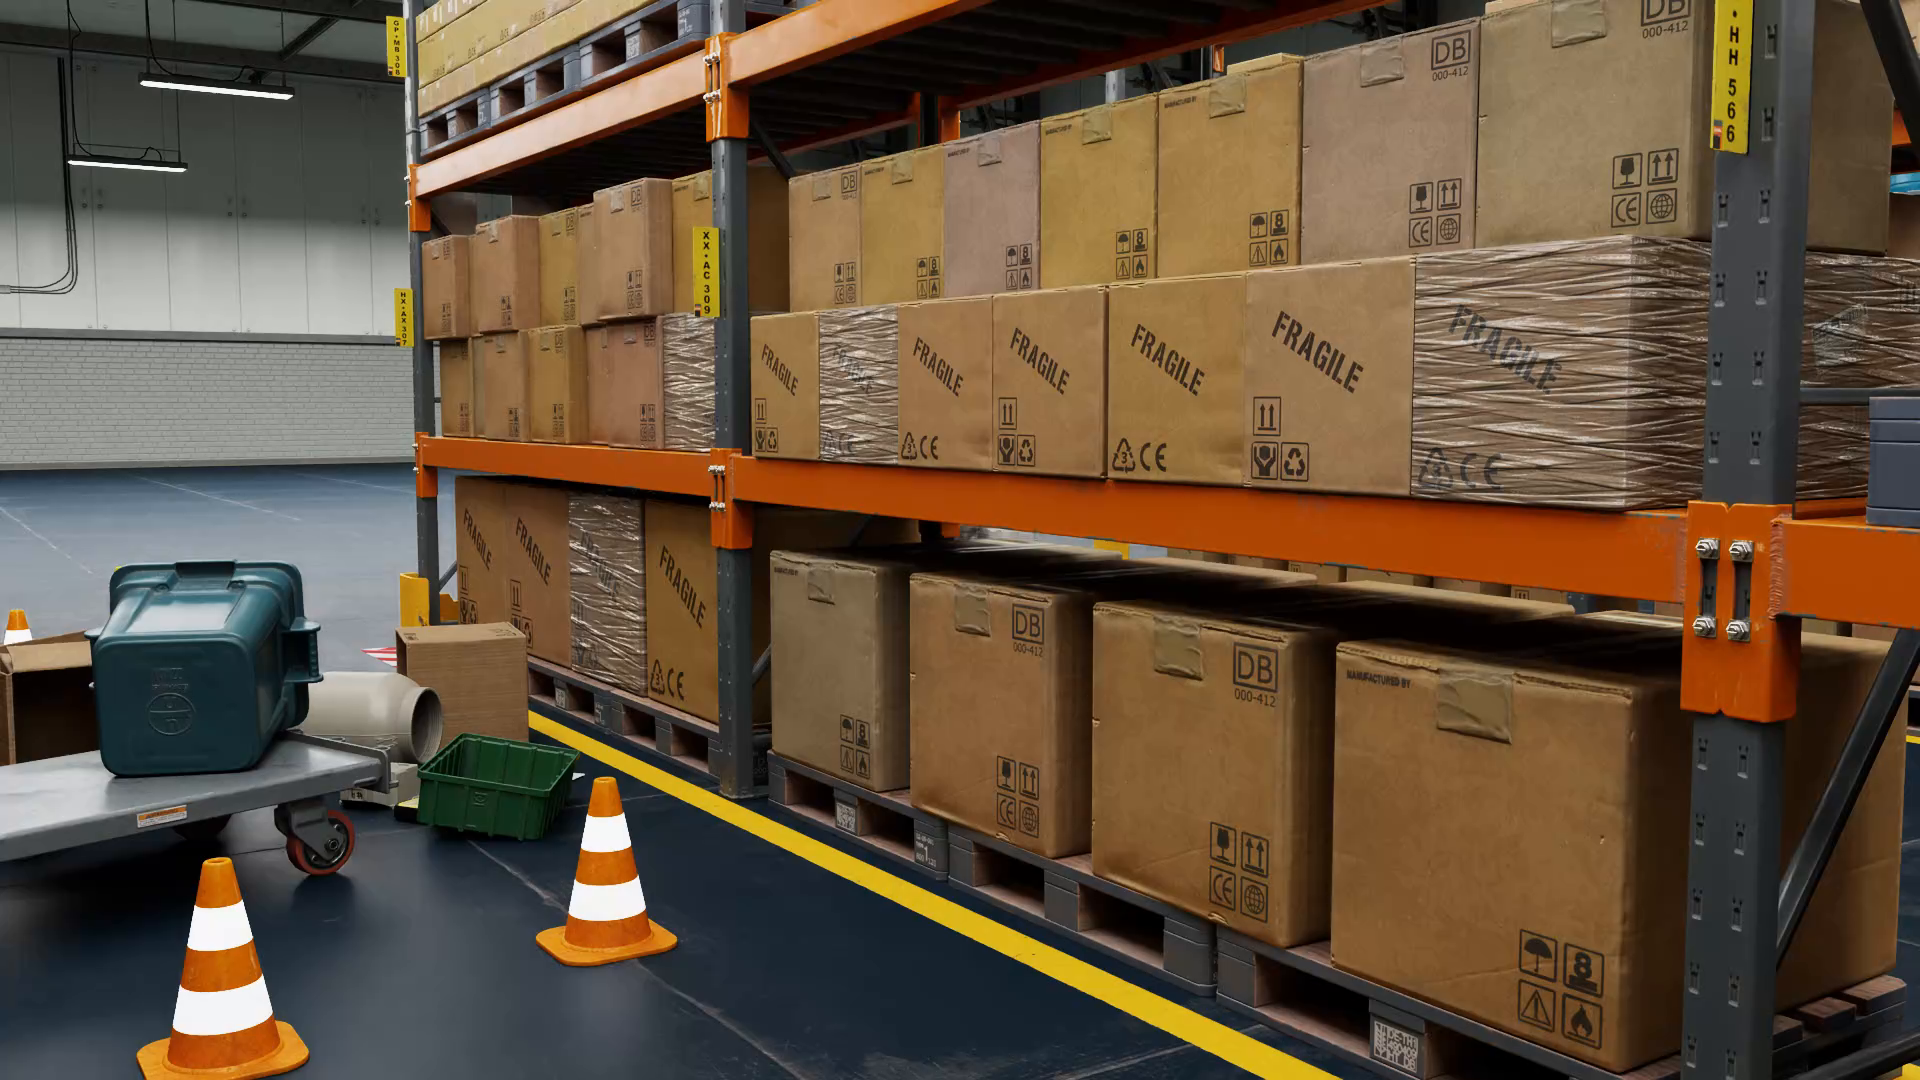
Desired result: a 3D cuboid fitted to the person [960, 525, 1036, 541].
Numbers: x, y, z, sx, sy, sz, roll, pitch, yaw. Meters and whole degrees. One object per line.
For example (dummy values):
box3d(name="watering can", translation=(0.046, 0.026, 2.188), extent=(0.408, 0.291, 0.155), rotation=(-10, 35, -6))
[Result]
box3d(name="person", translation=(0.093, 0.146, 10.258), extent=(0.448, 1.013, 0.912), rotation=(-4, 6, -36))
